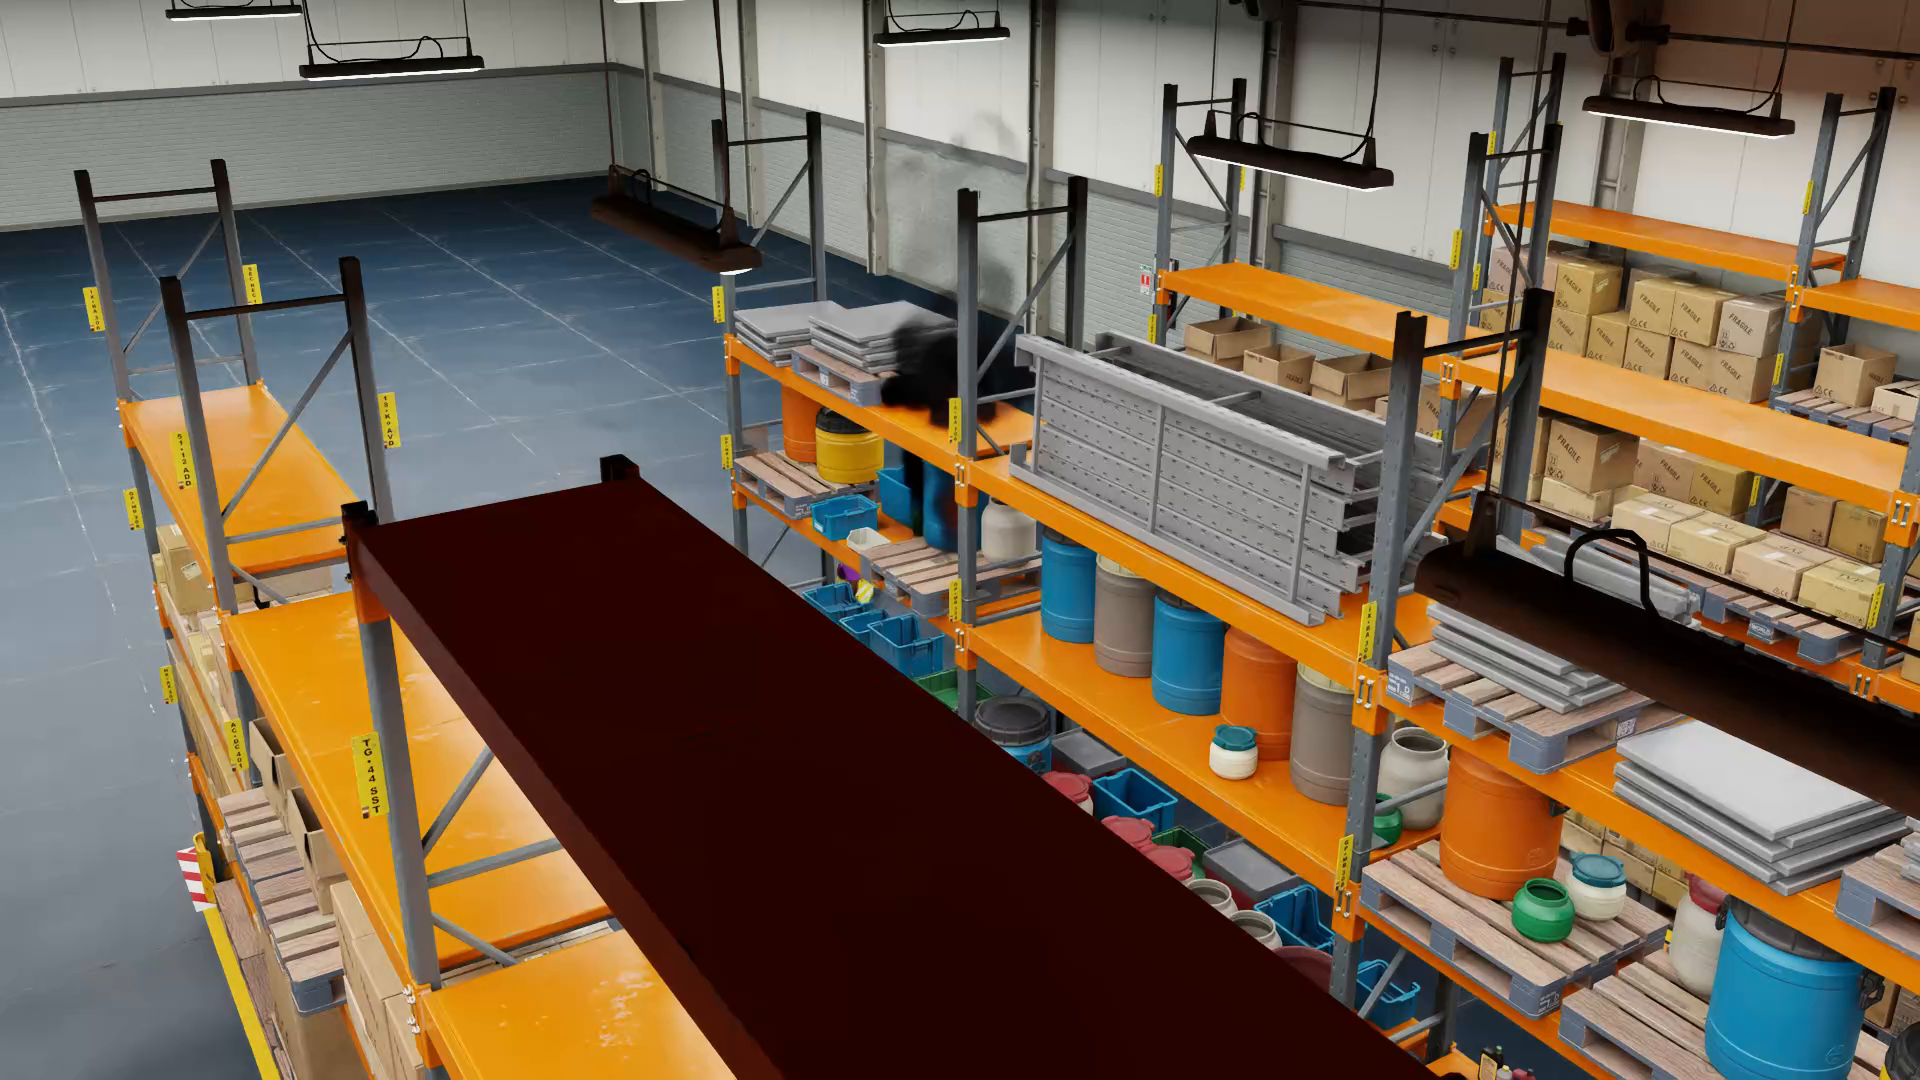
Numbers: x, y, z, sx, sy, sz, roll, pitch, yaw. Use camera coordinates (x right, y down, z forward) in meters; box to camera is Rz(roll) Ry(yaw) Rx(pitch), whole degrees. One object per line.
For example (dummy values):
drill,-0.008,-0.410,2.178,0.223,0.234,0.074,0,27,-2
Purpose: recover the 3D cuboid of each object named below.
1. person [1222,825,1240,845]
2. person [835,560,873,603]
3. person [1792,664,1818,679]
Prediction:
person,2.538,2.060,13.979,0.562,1.719,0.857,-15,26,-33
person,-1.114,0.640,17.505,0.680,1.773,0.763,11,25,26
person,7.338,1.880,14.488,0.599,1.695,0.818,-12,25,-27
